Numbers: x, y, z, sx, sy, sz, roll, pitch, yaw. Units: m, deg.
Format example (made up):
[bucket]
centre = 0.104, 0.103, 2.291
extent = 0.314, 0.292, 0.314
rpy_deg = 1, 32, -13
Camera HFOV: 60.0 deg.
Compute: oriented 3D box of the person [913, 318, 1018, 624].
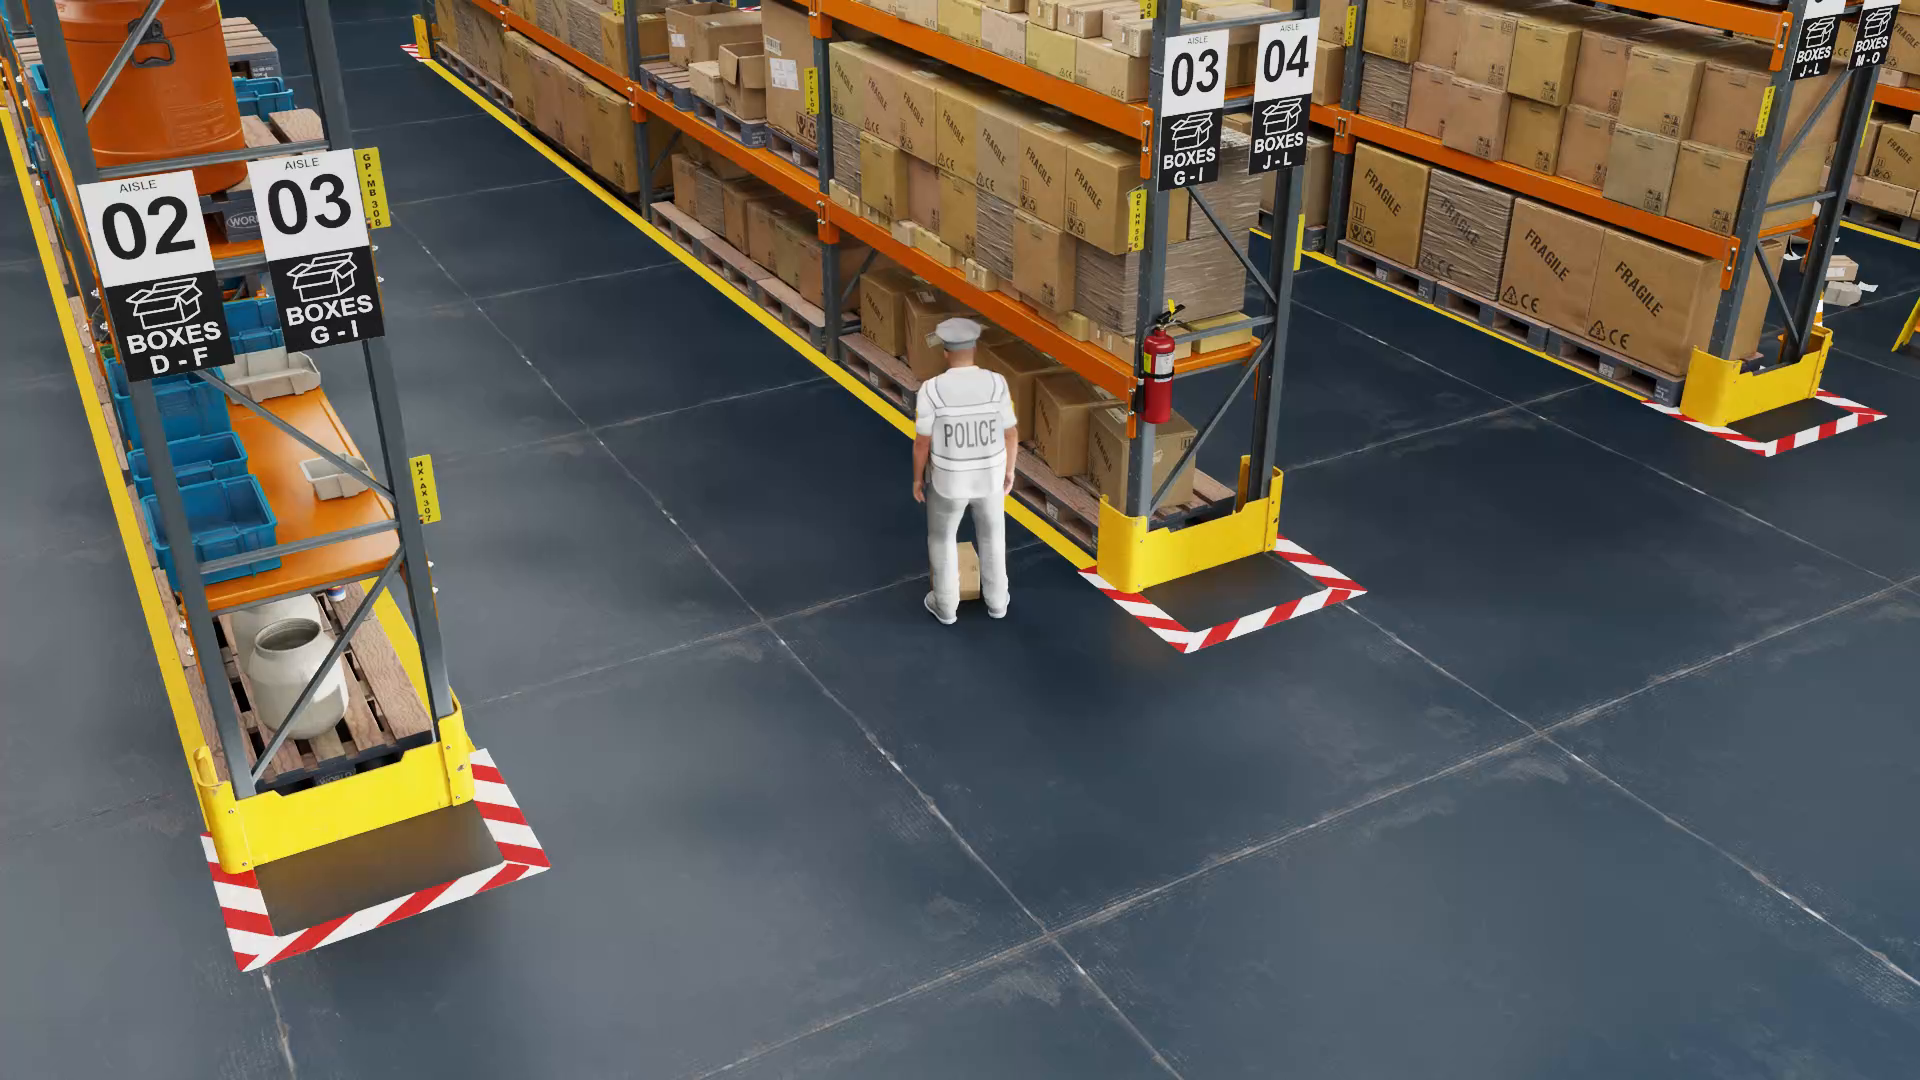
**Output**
[person]
centre = 0.030, -0.342, 9.176
extent = 0.585, 1.749, 0.435
rpy_deg = -5, 29, -9
